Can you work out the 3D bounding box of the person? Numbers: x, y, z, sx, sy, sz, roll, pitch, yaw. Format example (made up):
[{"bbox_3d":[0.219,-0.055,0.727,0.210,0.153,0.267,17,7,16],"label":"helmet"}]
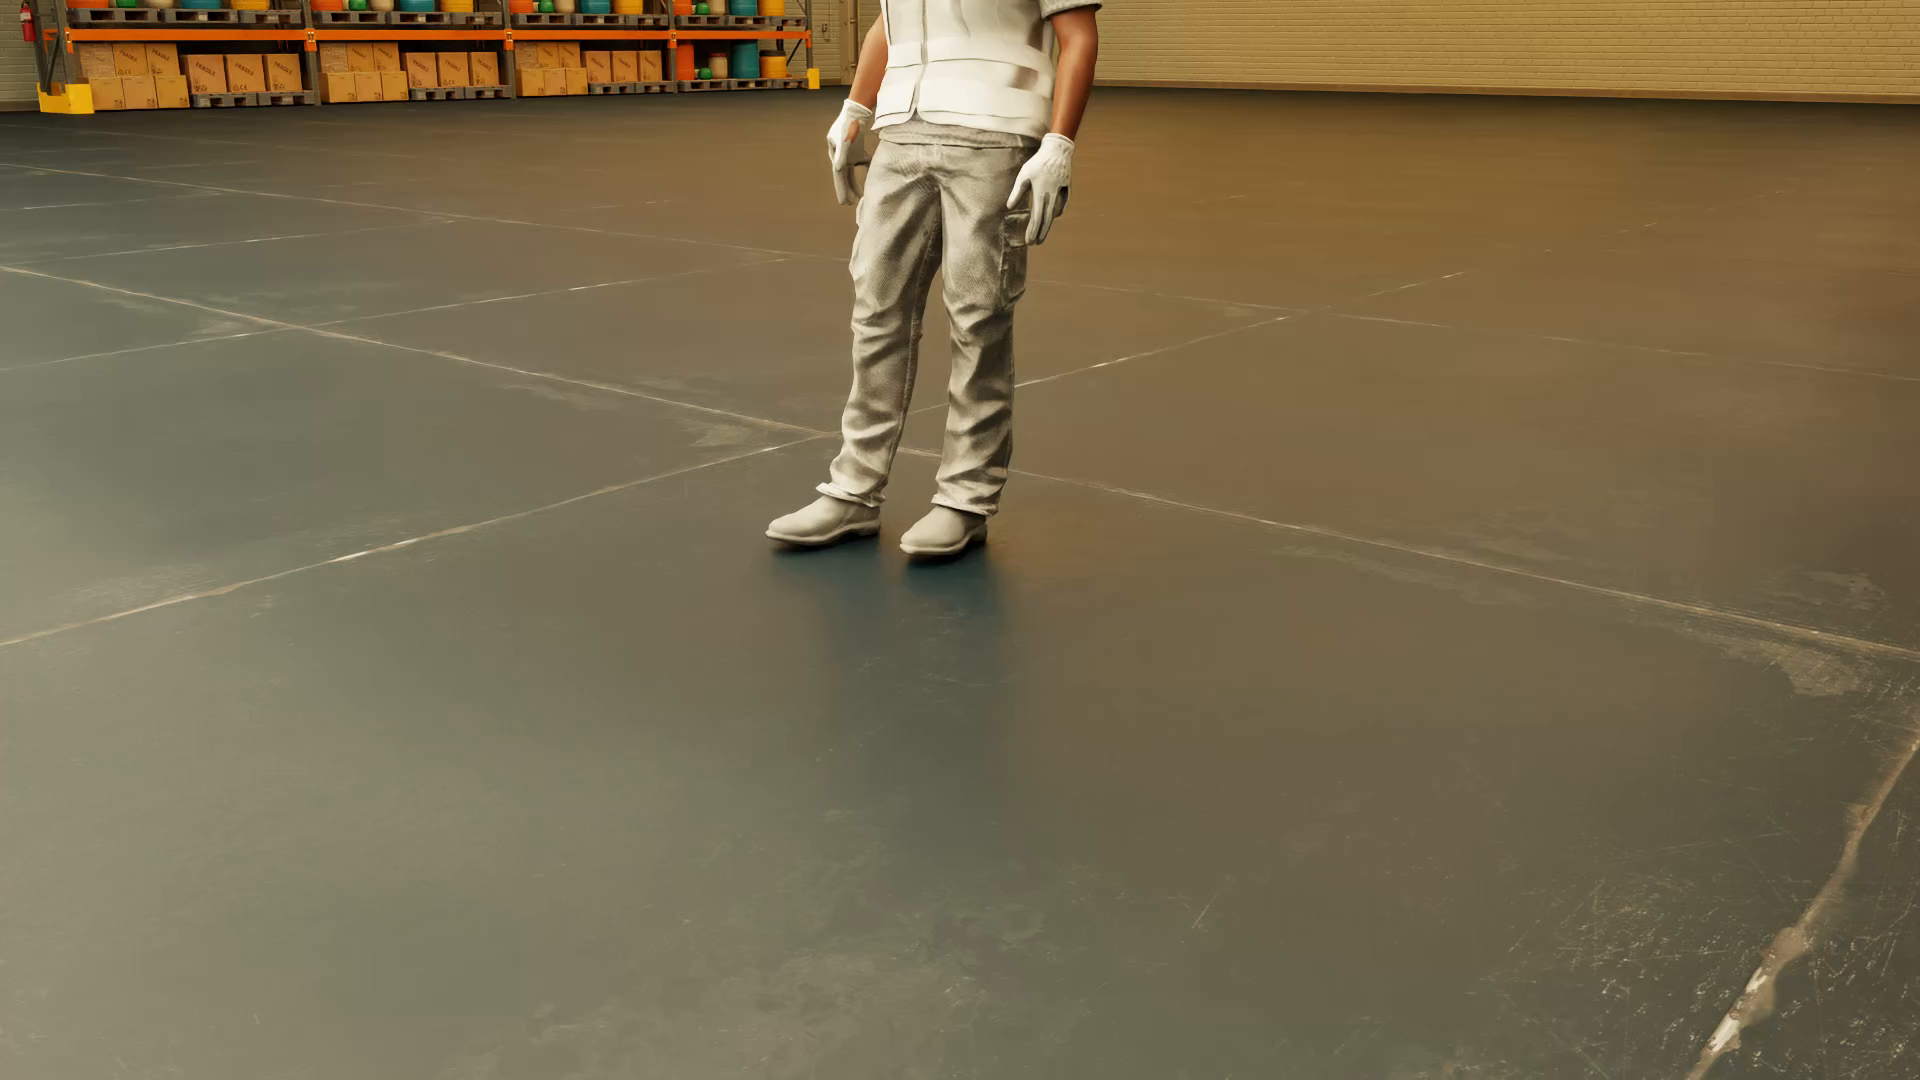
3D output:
[{"bbox_3d":[-0.053,-0.846,3.634,0.656,1.782,0.577,13,21,37],"label":"person"}]
